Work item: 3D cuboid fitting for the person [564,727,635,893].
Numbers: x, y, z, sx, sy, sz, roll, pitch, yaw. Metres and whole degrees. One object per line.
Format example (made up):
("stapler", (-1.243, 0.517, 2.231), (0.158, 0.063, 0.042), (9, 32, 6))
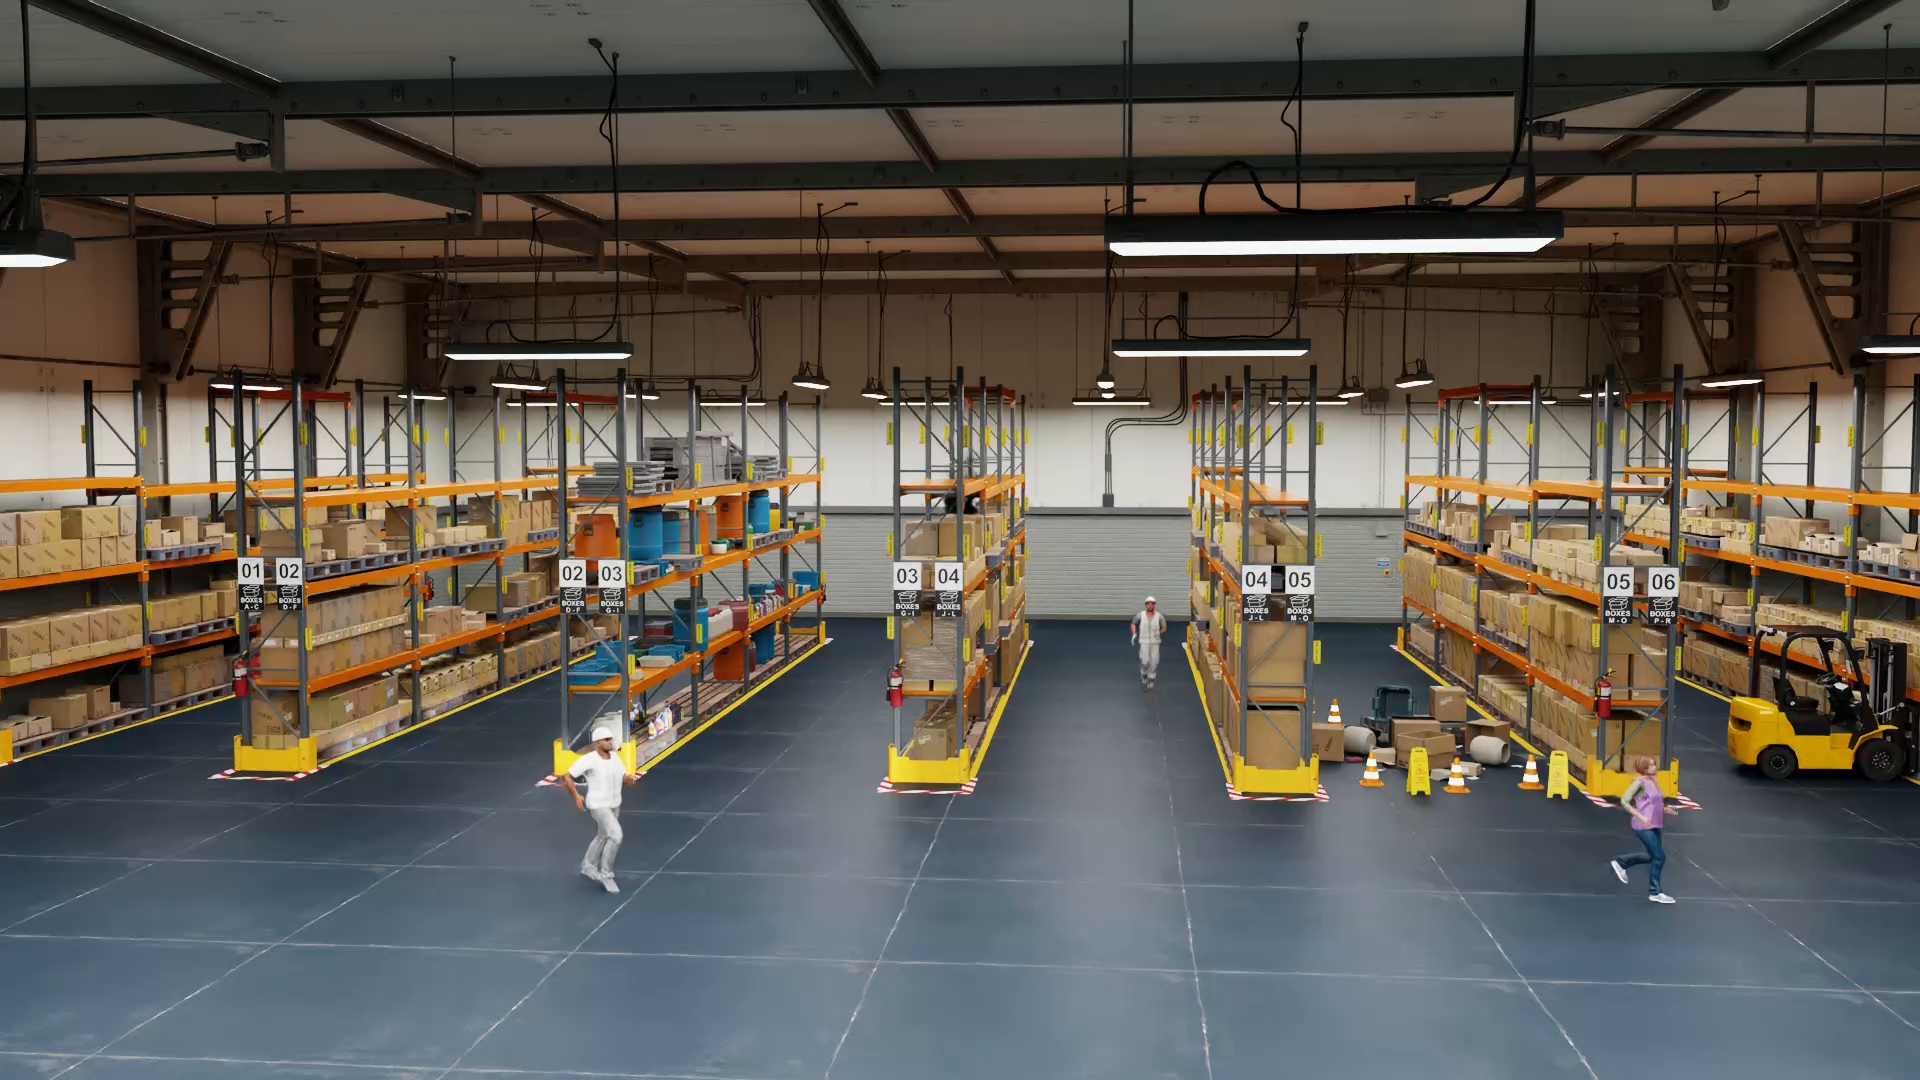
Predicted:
("person", (-3.937, 2.981, 18.417), (0.757, 1.825, 0.671), (2, 4, 25))

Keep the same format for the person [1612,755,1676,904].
("person", (7.387, 3.101, 17.994), (0.546, 1.561, 0.743), (-3, 5, -41))

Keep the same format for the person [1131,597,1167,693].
("person", (3.482, 1.932, 30.532), (0.650, 1.778, 0.636), (0, 4, 1))

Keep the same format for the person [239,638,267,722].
("person", (-11.605, 2.456, 27.344), (0.675, 1.688, 0.809), (0, 4, 2))
